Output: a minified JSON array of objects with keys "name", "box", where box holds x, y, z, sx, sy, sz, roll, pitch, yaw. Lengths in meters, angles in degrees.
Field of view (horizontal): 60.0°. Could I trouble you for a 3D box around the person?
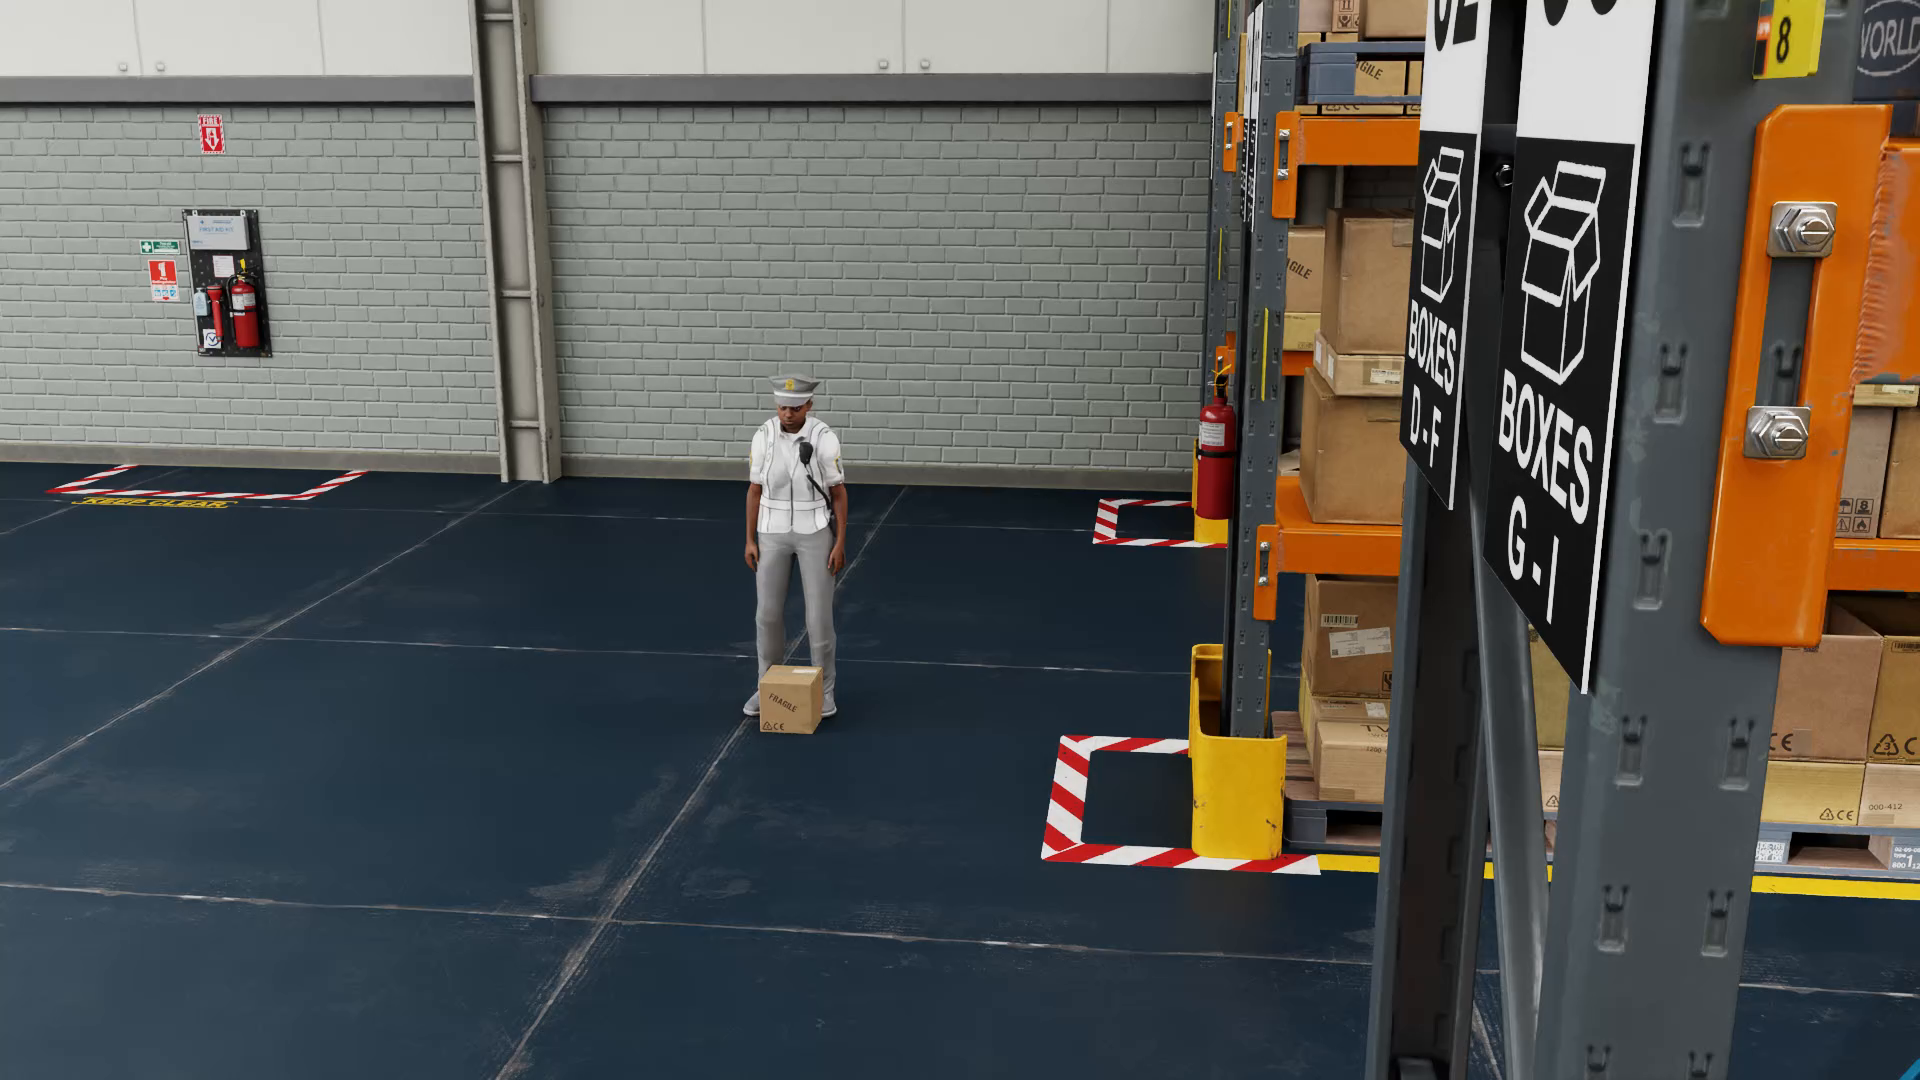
[{"name":"person","box":[-0.788,0.017,7.947,0.504,1.657,0.396,2,14,7]}]
